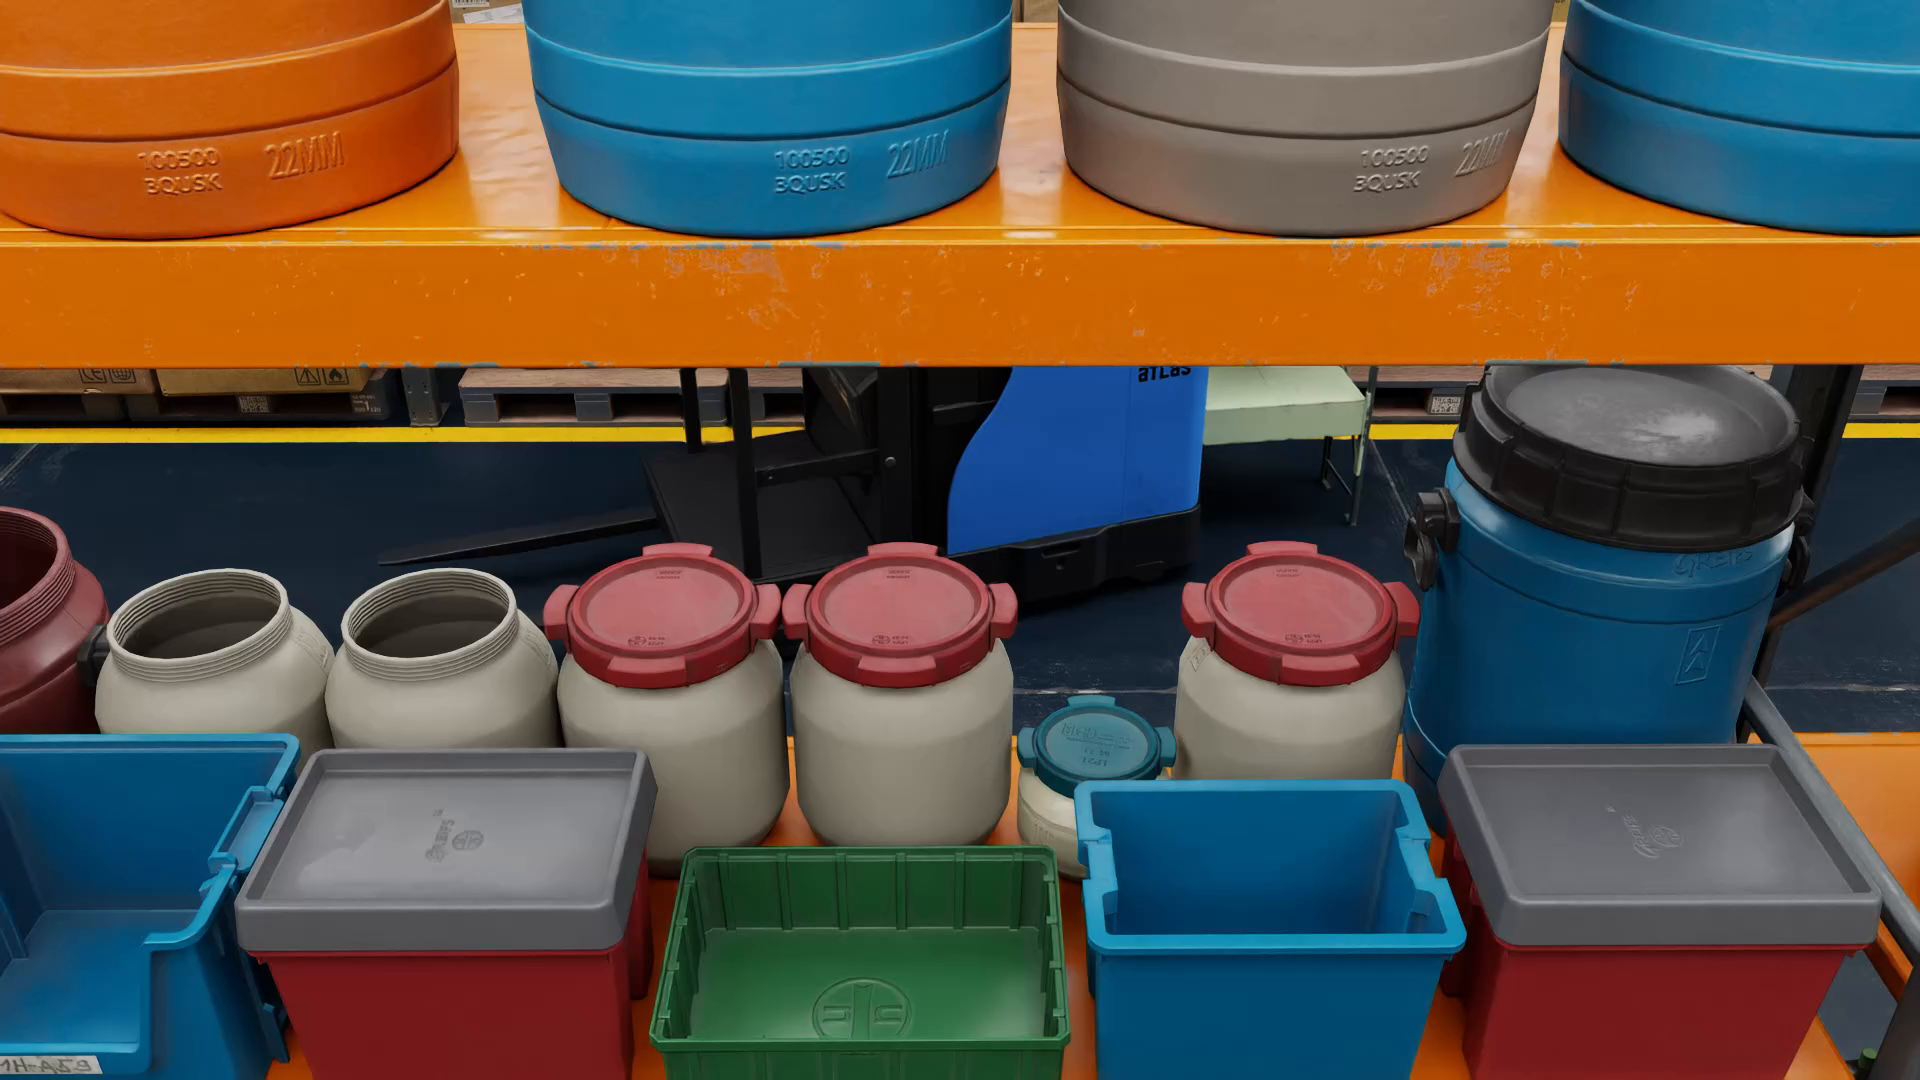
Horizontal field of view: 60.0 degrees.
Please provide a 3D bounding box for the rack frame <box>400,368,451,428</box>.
[{"bbox_3d":[-2.448,-2.054,7.244,0.127,3.000,1.000,0,31,0],"label":"rack frame"}]

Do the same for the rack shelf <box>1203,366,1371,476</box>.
[{"bbox_3d":[1.230,-0.497,6.751,0.720,0.370,0.431,-4,32,-7],"label":"rack shelf"}]

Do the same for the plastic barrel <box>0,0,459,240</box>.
[{"bbox_3d":[-0.942,-0.843,1.942,0.708,0.830,0.600,0,31,0],"label":"plastic barrel"}]

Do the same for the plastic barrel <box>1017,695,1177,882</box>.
[{"bbox_3d":[0.257,0.486,3.191,0.301,0.262,0.301,0,31,0],"label":"plastic barrel"}]

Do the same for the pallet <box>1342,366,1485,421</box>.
[{"bbox_3d":[2.223,-0.895,8.022,1.213,0.211,1.003,0,31,0],"label":"pallet"}]

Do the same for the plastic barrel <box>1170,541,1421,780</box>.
[{"bbox_3d":[0.624,0.333,3.178,0.433,0.535,0.433,0,31,0],"label":"plastic barrel"}]

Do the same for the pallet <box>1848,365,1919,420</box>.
[{"bbox_3d":[4.663,-0.903,8.034,1.213,0.211,1.003,0,31,0],"label":"pallet"}]

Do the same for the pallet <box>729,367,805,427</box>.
[{"bbox_3d":[-0.450,-0.866,7.974,1.213,0.211,1.003,0,31,0],"label":"pallet"}]

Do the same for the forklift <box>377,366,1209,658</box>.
[{"bbox_3d":[-0.643,-1.103,5.742,3.031,2.935,1.130,-10,33,-17],"label":"forklift"}]

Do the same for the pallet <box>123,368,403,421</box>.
[{"bbox_3d":[-3.237,-0.899,8.028,1.213,0.211,1.003,0,31,0],"label":"pallet"}]

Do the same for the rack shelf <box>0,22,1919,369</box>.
[{"bbox_3d":[-0.418,-0.466,2.429,4.000,0.370,1.077,0,31,0],"label":"rack shelf"}]

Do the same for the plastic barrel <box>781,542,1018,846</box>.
[{"bbox_3d":[-0.110,0.336,3.174,0.433,0.535,0.433,0,31,0],"label":"plastic barrel"}]

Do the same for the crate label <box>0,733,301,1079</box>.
[{"bbox_3d":[-1.423,0.637,2.775,0.616,0.435,0.502,0,31,0],"label":"crate label"}]

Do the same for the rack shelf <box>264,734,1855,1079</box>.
[{"bbox_3d":[-0.418,0.816,3.207,4.000,0.370,1.077,0,31,0],"label":"rack shelf"}]

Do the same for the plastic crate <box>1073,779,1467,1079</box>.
[{"bbox_3d":[0.480,0.674,2.763,0.575,0.384,0.392,0,31,0],"label":"plastic crate"}]

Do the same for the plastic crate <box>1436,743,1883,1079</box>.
[{"bbox_3d":[1.099,0.635,2.750,0.583,0.464,0.402,0,31,0],"label":"plastic crate"}]

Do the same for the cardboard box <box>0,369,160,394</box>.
[{"bbox_3d":[-4.030,-1.335,7.703,0.875,0.875,1.225,0,31,0],"label":"cardboard box"}]

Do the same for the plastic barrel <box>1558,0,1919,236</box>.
[{"bbox_3d":[1.074,-0.880,1.934,0.708,0.901,0.600,0,31,0],"label":"plastic barrel"}]

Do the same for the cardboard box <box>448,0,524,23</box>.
[{"bbox_3d":[-1.908,-2.299,7.146,0.500,0.500,0.500,-4,31,-6],"label":"cardboard box"}]

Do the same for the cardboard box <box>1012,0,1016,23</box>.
[{"bbox_3d":[0.038,-3.808,11.899,0.750,0.750,1.050,0,31,0],"label":"cardboard box"}]

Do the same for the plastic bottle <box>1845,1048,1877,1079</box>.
[{"bbox_3d":[2.061,1.303,3.905,0.133,0.283,0.061,1,31,2],"label":"plastic bottle"}]

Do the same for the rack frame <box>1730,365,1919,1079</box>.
[{"bbox_3d":[1.582,0.501,3.033,0.053,2.616,0.949,0,31,0],"label":"rack frame"}]

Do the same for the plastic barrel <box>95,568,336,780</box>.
[{"bbox_3d":[-1.391,0.353,3.169,0.421,0.512,0.421,0,31,0],"label":"plastic barrel"}]

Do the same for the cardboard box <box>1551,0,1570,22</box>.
[{"bbox_3d":[2.502,-2.189,7.084,0.500,0.500,0.875,0,31,0],"label":"cardboard box"}]

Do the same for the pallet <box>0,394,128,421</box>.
[{"bbox_3d":[-4.454,-0.896,8.024,1.213,0.211,1.003,0,31,0],"label":"pallet"}]

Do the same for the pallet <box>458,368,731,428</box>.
[{"bbox_3d":[-1.667,-0.864,7.970,1.213,0.211,1.003,0,31,0],"label":"pallet"}]

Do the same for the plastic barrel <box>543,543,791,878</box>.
[{"bbox_3d":[-0.543,0.337,3.172,0.433,0.535,0.433,0,31,0],"label":"plastic barrel"}]

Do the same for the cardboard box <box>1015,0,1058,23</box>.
[{"bbox_3d":[0.756,-2.573,7.116,1.000,1.000,1.000,0,31,0],"label":"cardboard box"}]

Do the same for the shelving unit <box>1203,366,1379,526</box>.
[{"bbox_3d":[1.230,-0.775,6.582,0.755,1.500,0.431,-4,32,-7],"label":"shelving unit"}]

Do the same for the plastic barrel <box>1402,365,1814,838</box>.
[{"bbox_3d":[1.193,0.132,3.157,0.708,0.901,0.600,0,31,0],"label":"plastic barrel"}]

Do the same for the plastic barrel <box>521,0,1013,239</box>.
[{"bbox_3d":[-0.234,-0.876,1.927,0.708,0.901,0.600,0,31,0],"label":"plastic barrel"}]

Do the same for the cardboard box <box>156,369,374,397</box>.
[{"bbox_3d":[-3.138,-1.334,7.701,0.875,0.875,1.225,-2,31,-3],"label":"cardboard box"}]

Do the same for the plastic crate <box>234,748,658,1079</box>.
[{"bbox_3d":[-0.801,0.641,2.740,0.583,0.464,0.402,0,31,0],"label":"plastic crate"}]

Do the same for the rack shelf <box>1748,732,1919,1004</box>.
[{"bbox_3d":[3.582,0.804,3.227,4.000,0.370,1.077,0,31,0],"label":"rack shelf"}]

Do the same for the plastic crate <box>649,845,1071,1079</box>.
[{"bbox_3d":[-0.158,0.745,2.835,0.662,0.188,0.450,0,31,0],"label":"plastic crate"}]

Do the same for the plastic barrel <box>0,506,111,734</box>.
[{"bbox_3d":[-1.956,0.298,3.236,0.708,0.536,0.600,0,31,0],"label":"plastic barrel"}]

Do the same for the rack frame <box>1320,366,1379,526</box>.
[{"bbox_3d":[1.592,-0.802,6.626,0.023,1.500,0.400,-4,32,-7],"label":"rack frame"}]

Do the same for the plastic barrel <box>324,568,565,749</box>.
[{"bbox_3d":[-0.970,0.352,3.171,0.421,0.512,0.421,0,31,0],"label":"plastic barrel"}]

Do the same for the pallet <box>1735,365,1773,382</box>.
[{"bbox_3d":[3.446,-0.900,8.031,1.213,0.211,1.003,0,31,0],"label":"pallet"}]

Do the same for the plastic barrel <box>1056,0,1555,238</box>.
[{"bbox_3d":[0.420,-0.878,1.931,0.600,0.901,0.600,0,31,0],"label":"plastic barrel"}]
